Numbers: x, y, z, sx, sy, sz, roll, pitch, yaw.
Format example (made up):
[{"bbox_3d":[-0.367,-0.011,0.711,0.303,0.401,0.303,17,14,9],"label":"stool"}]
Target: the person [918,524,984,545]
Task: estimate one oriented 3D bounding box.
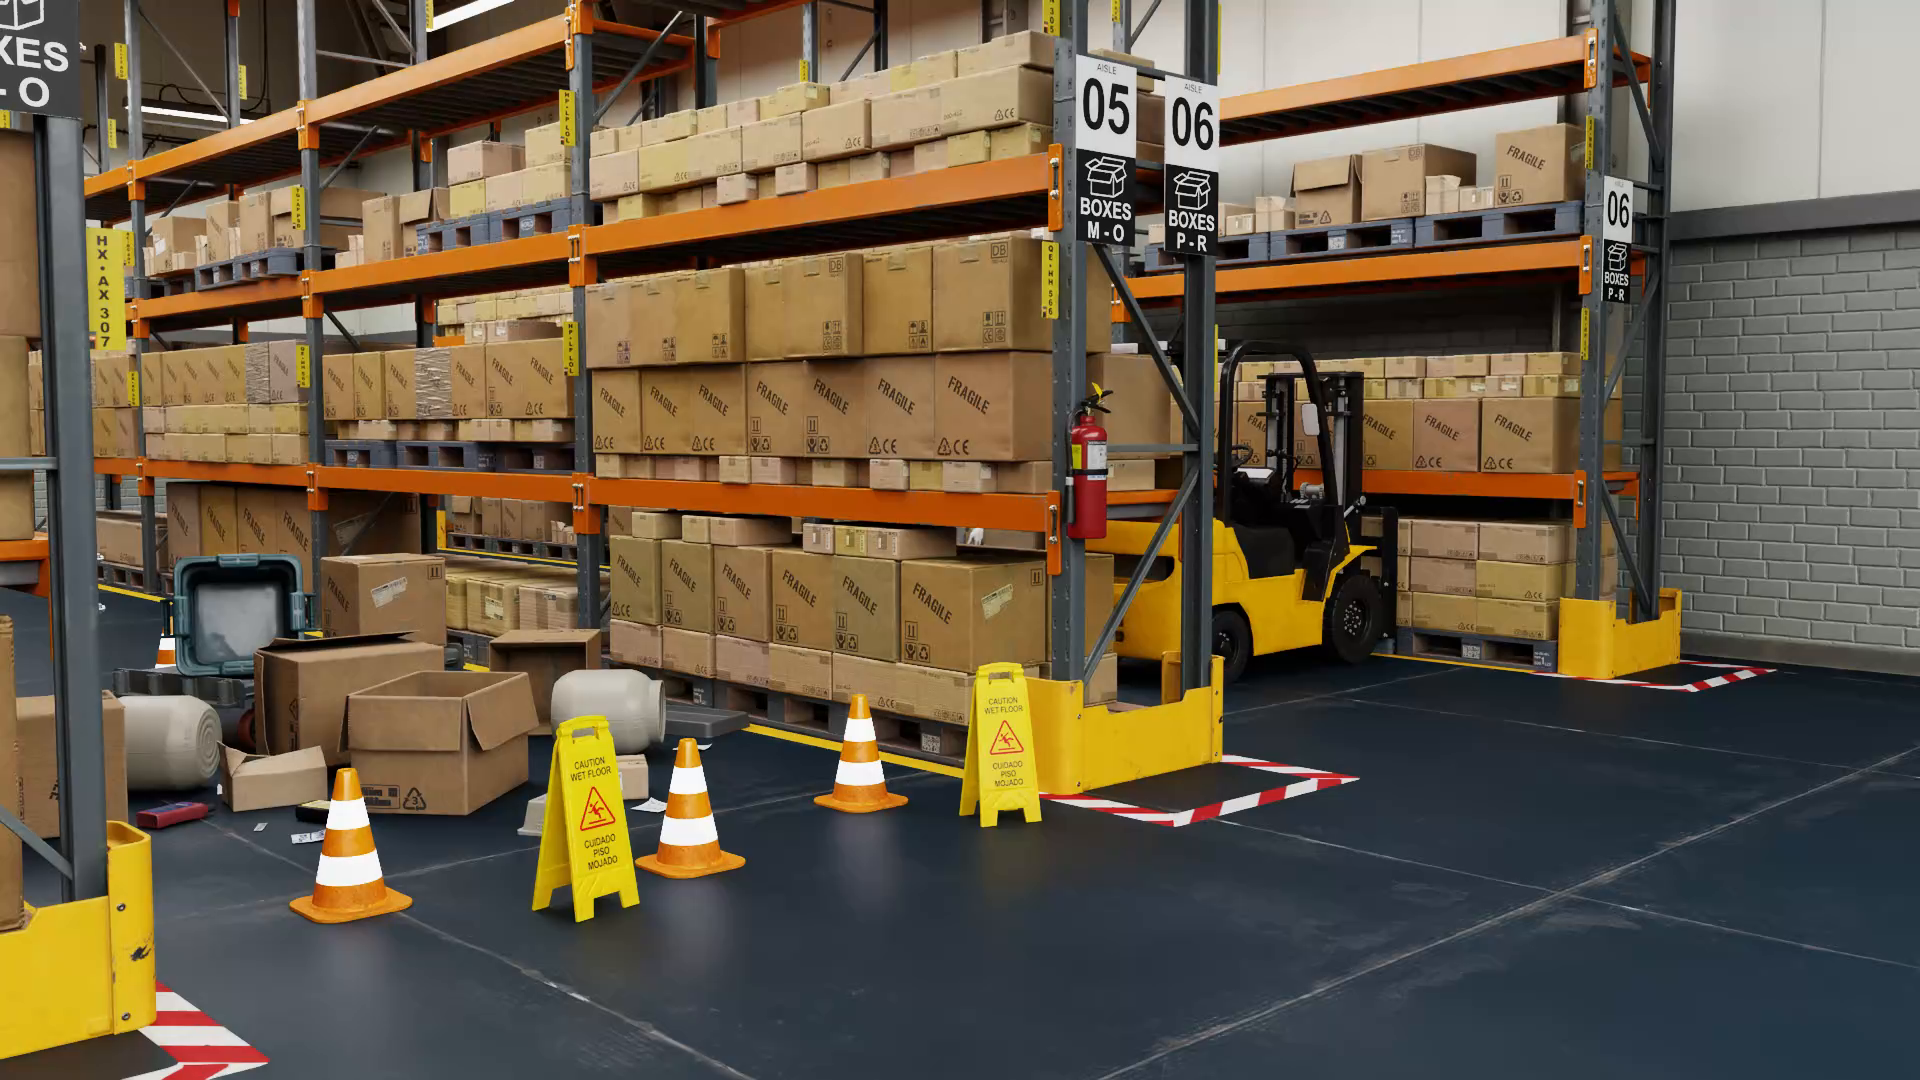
[{"bbox_3d":[-0.163,-0.065,11.400,0.657,1.785,0.575,1,4,17],"label":"person"}]
